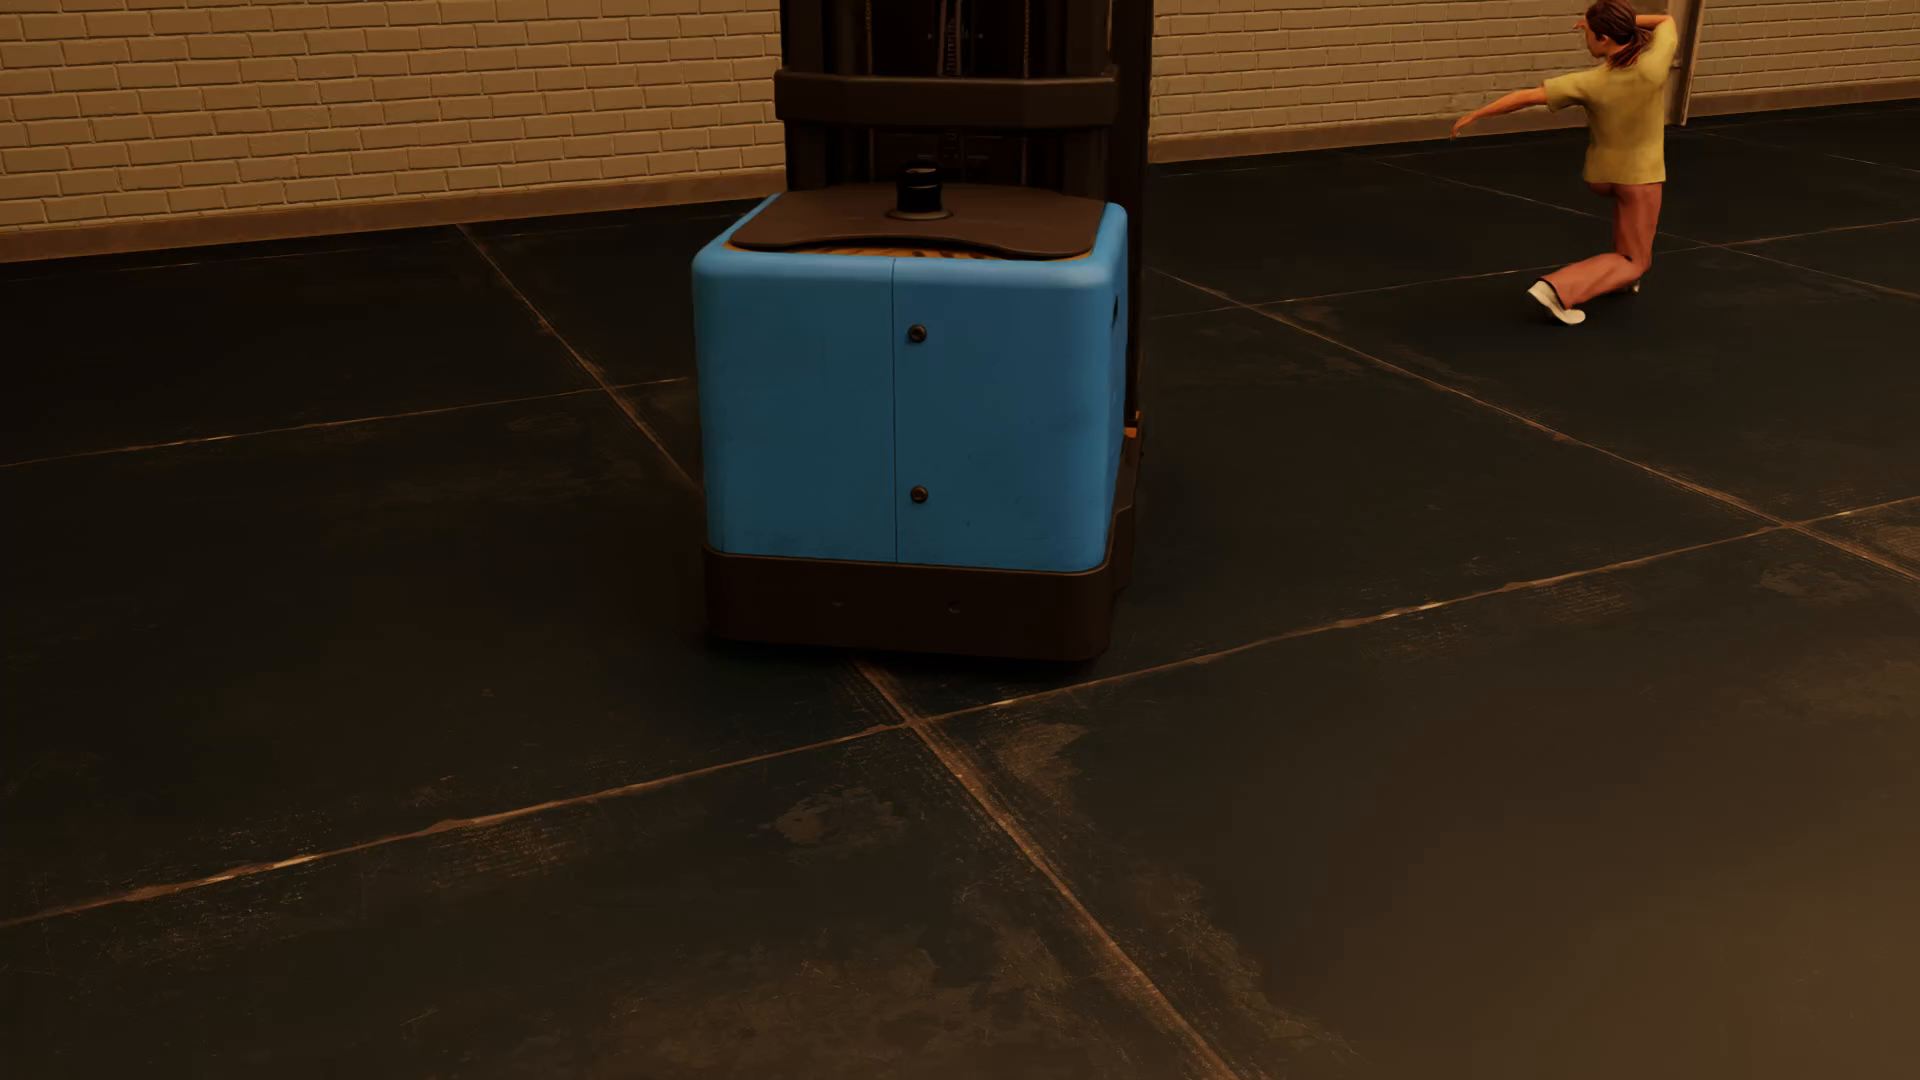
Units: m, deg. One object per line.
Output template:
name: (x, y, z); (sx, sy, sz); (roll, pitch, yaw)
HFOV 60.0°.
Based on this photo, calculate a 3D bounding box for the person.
person: (2.766, -1.747, 7.519); (0.865, 1.386, 0.951); (18, 28, 36)

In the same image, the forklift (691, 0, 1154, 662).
forklift: (0.052, -1.578, 5.085); (1.130, 2.935, 3.031); (3, 23, 7)
